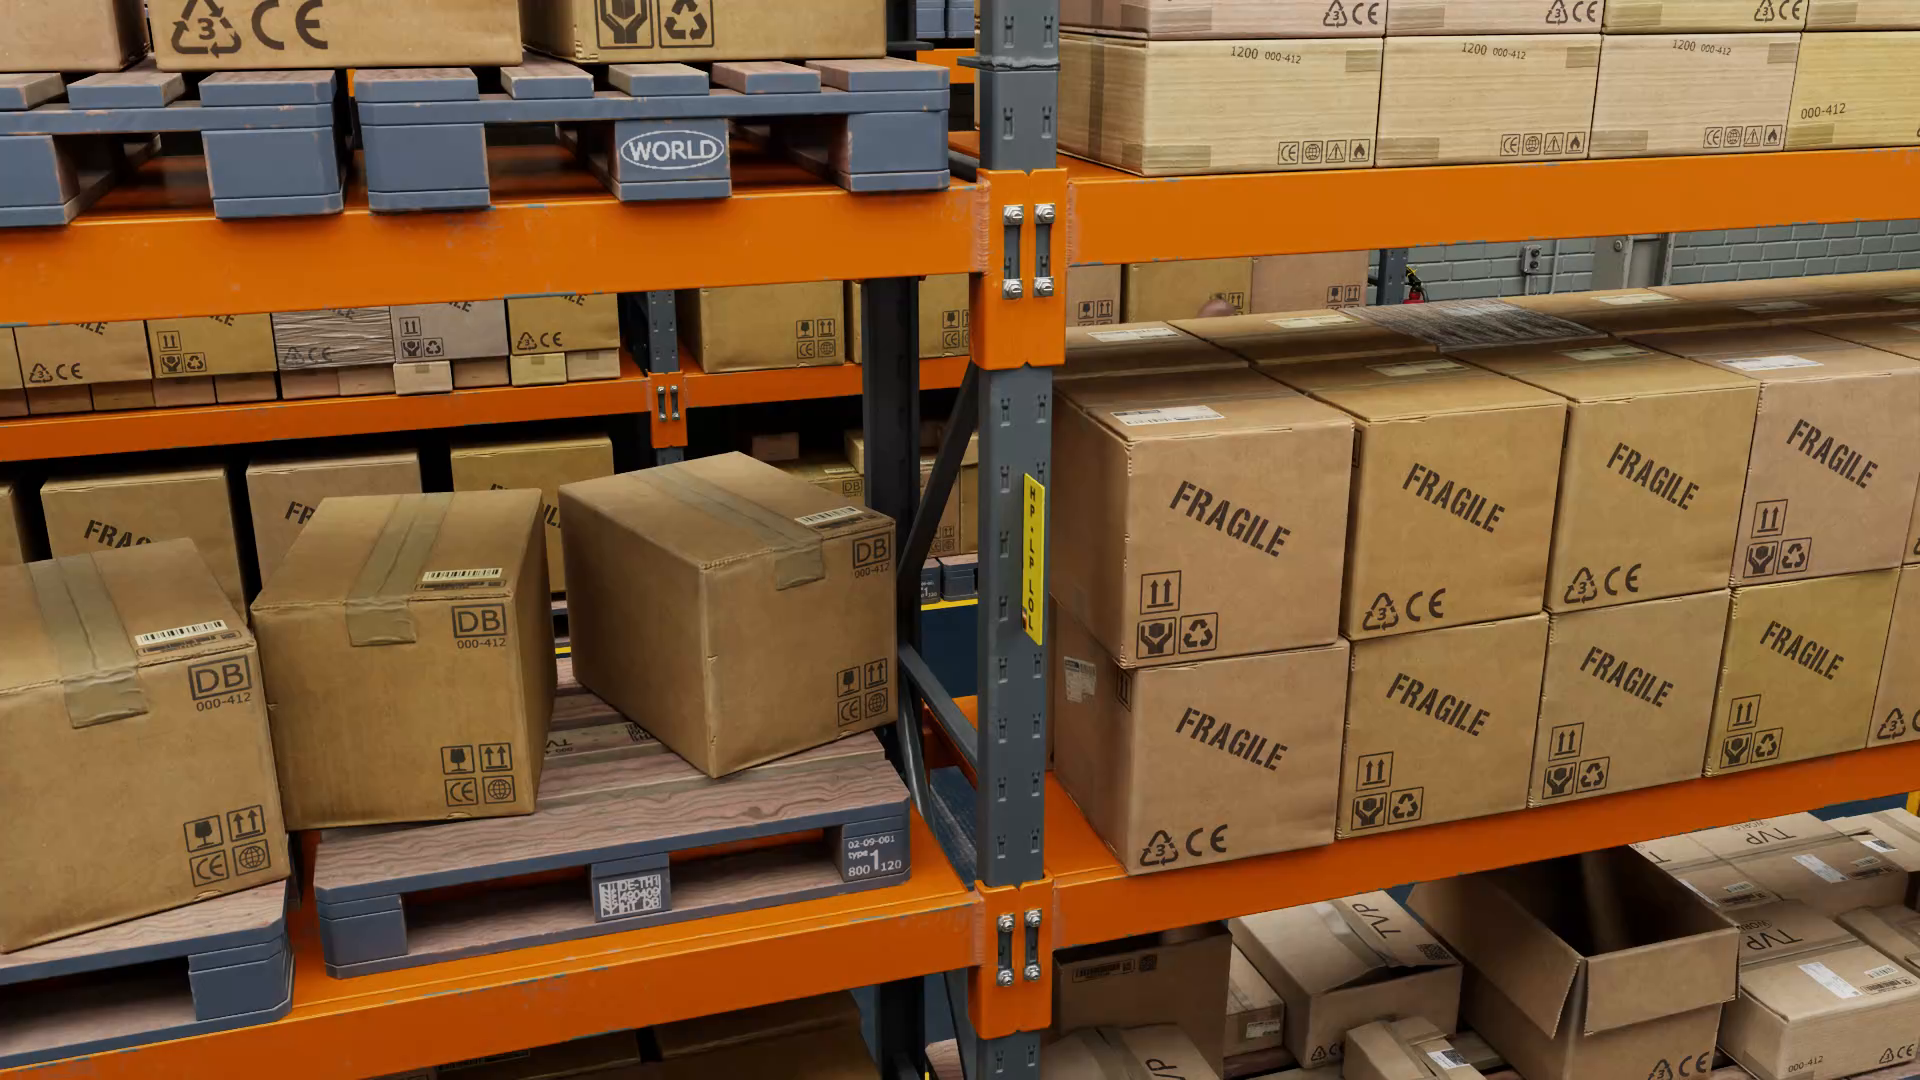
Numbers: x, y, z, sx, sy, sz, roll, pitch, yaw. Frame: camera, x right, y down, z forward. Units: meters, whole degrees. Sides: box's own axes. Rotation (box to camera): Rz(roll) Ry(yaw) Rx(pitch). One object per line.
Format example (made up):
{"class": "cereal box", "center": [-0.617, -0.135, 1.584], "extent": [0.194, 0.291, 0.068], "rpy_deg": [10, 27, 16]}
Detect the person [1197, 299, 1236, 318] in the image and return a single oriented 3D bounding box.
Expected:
{"class": "person", "center": [1.174, -0.308, 8.021], "extent": [0.343, 1.712, 0.538], "rpy_deg": [-6, 20, -16]}
